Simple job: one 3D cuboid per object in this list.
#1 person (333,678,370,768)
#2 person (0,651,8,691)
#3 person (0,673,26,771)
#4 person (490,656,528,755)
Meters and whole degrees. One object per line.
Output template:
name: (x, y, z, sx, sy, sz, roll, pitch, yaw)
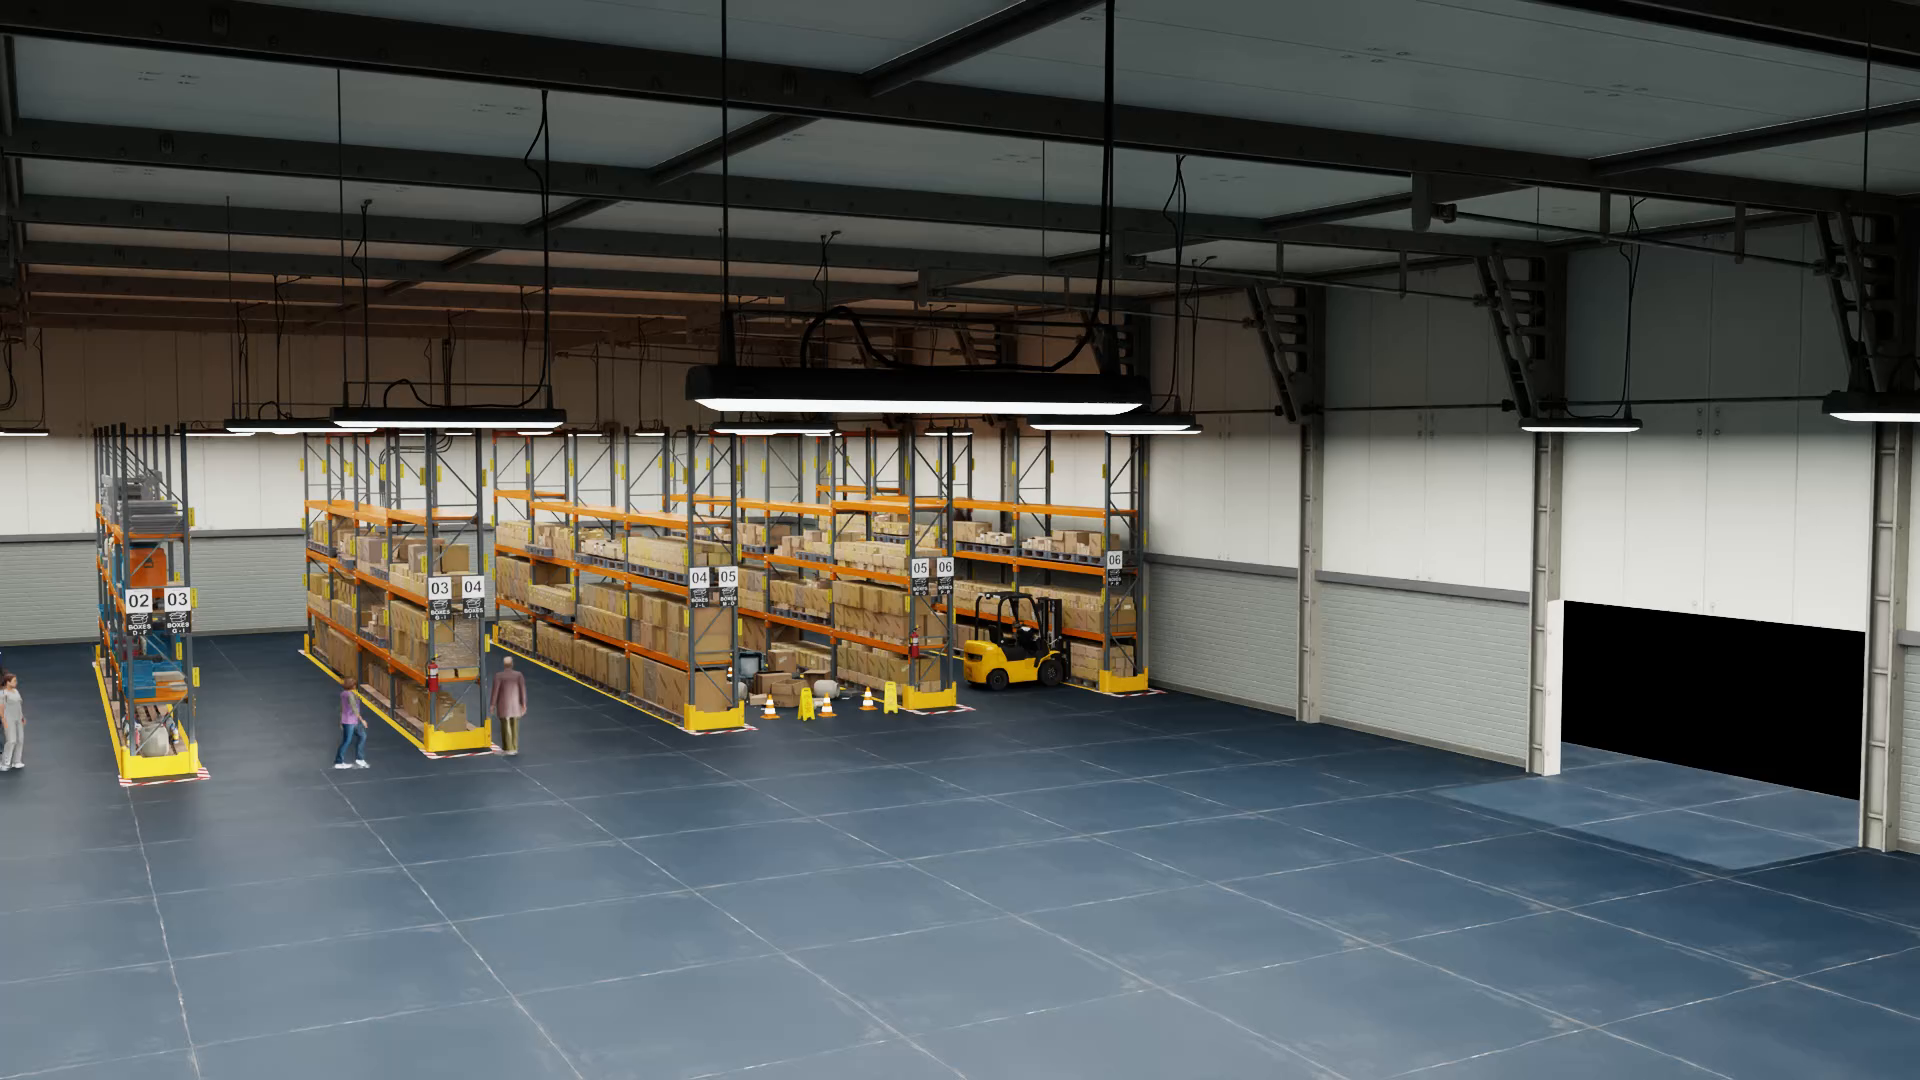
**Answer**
person: (-10.537, 3.181, 28.752, 0.587, 1.617, 0.417, -1, 4, -19)
person: (-20.335, 2.780, 35.076, 0.421, 1.673, 0.503, 1, 4, 12)
person: (-16.495, 3.172, 28.948, 0.370, 1.723, 0.504, 1, 4, 12)
person: (-8.181, 3.010, 30.158, 0.648, 1.805, 0.442, -2, 4, -24)
